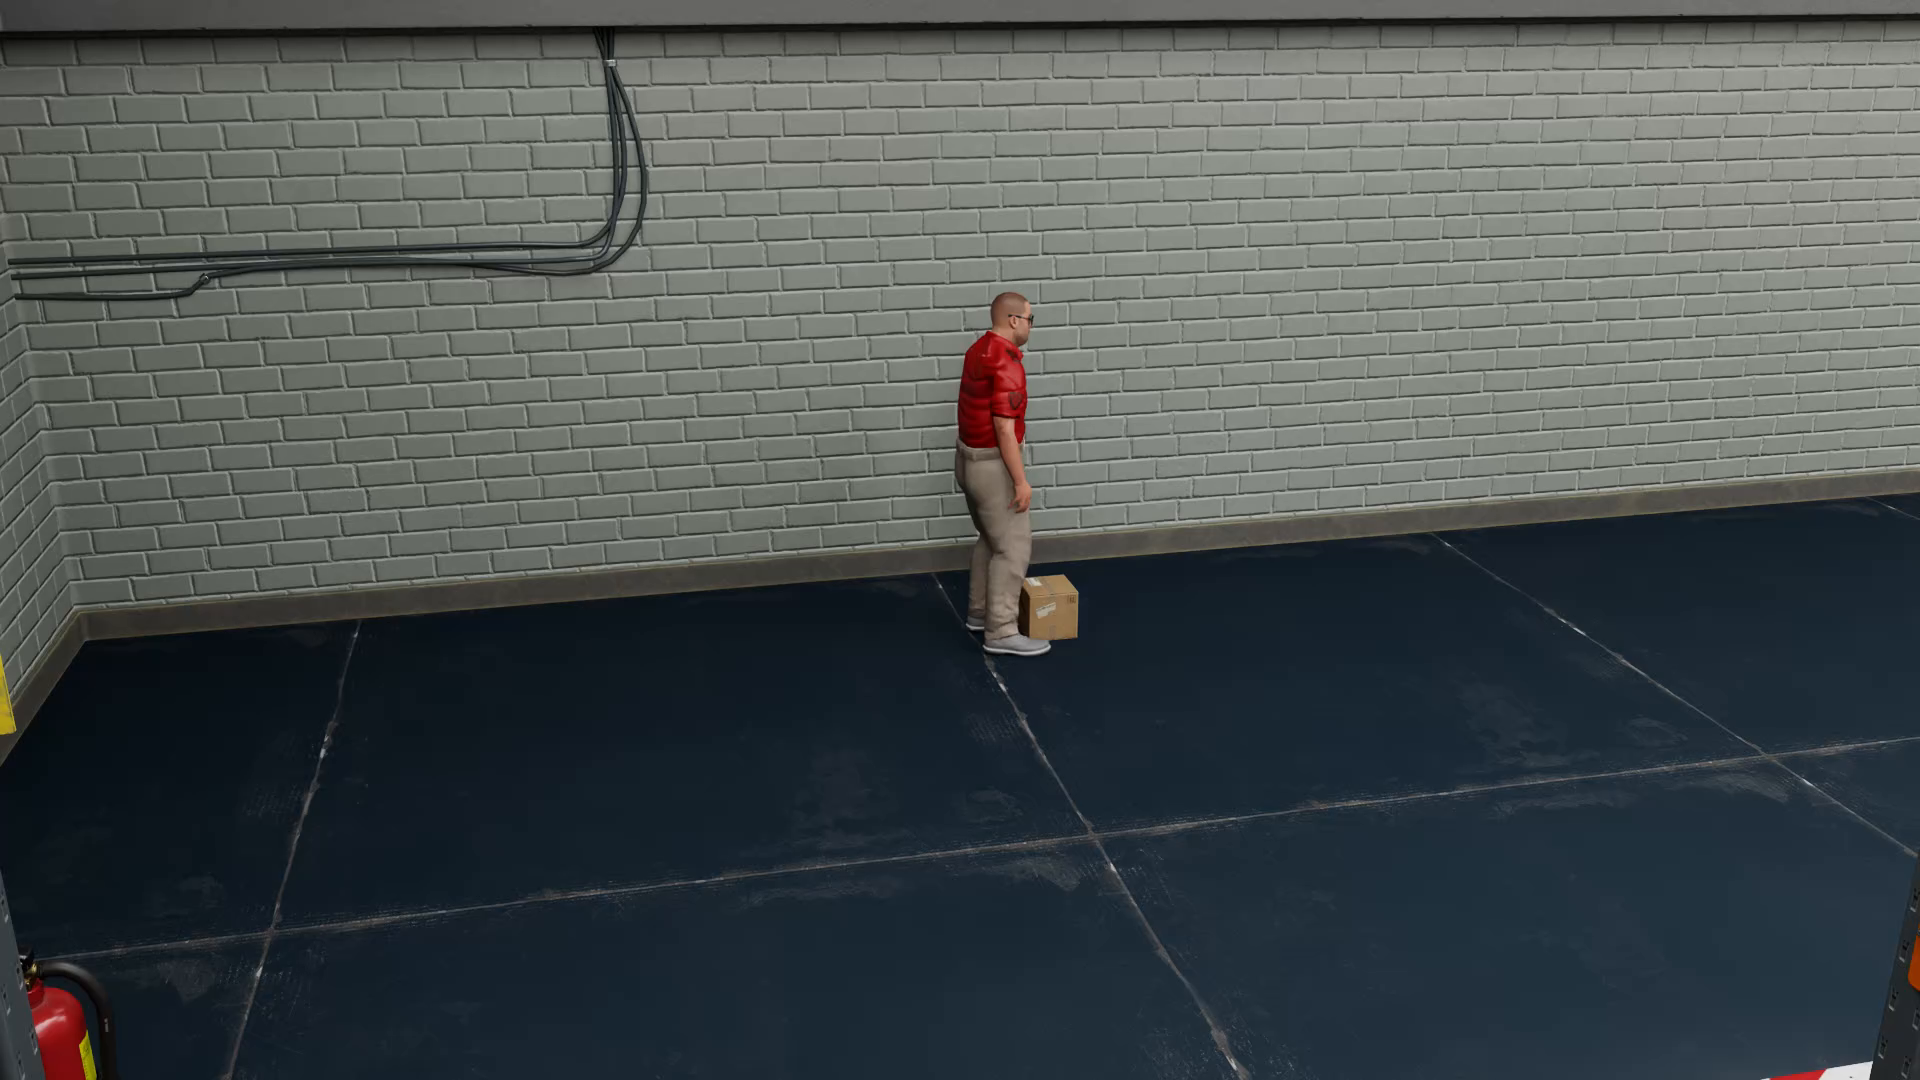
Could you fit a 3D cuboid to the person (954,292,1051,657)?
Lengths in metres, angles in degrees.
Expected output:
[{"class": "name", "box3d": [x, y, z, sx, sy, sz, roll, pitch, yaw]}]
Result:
[{"class": "person", "box3d": [0.190, -0.331, 8.027, 0.396, 1.726, 0.604, -6, 20, -16]}]
